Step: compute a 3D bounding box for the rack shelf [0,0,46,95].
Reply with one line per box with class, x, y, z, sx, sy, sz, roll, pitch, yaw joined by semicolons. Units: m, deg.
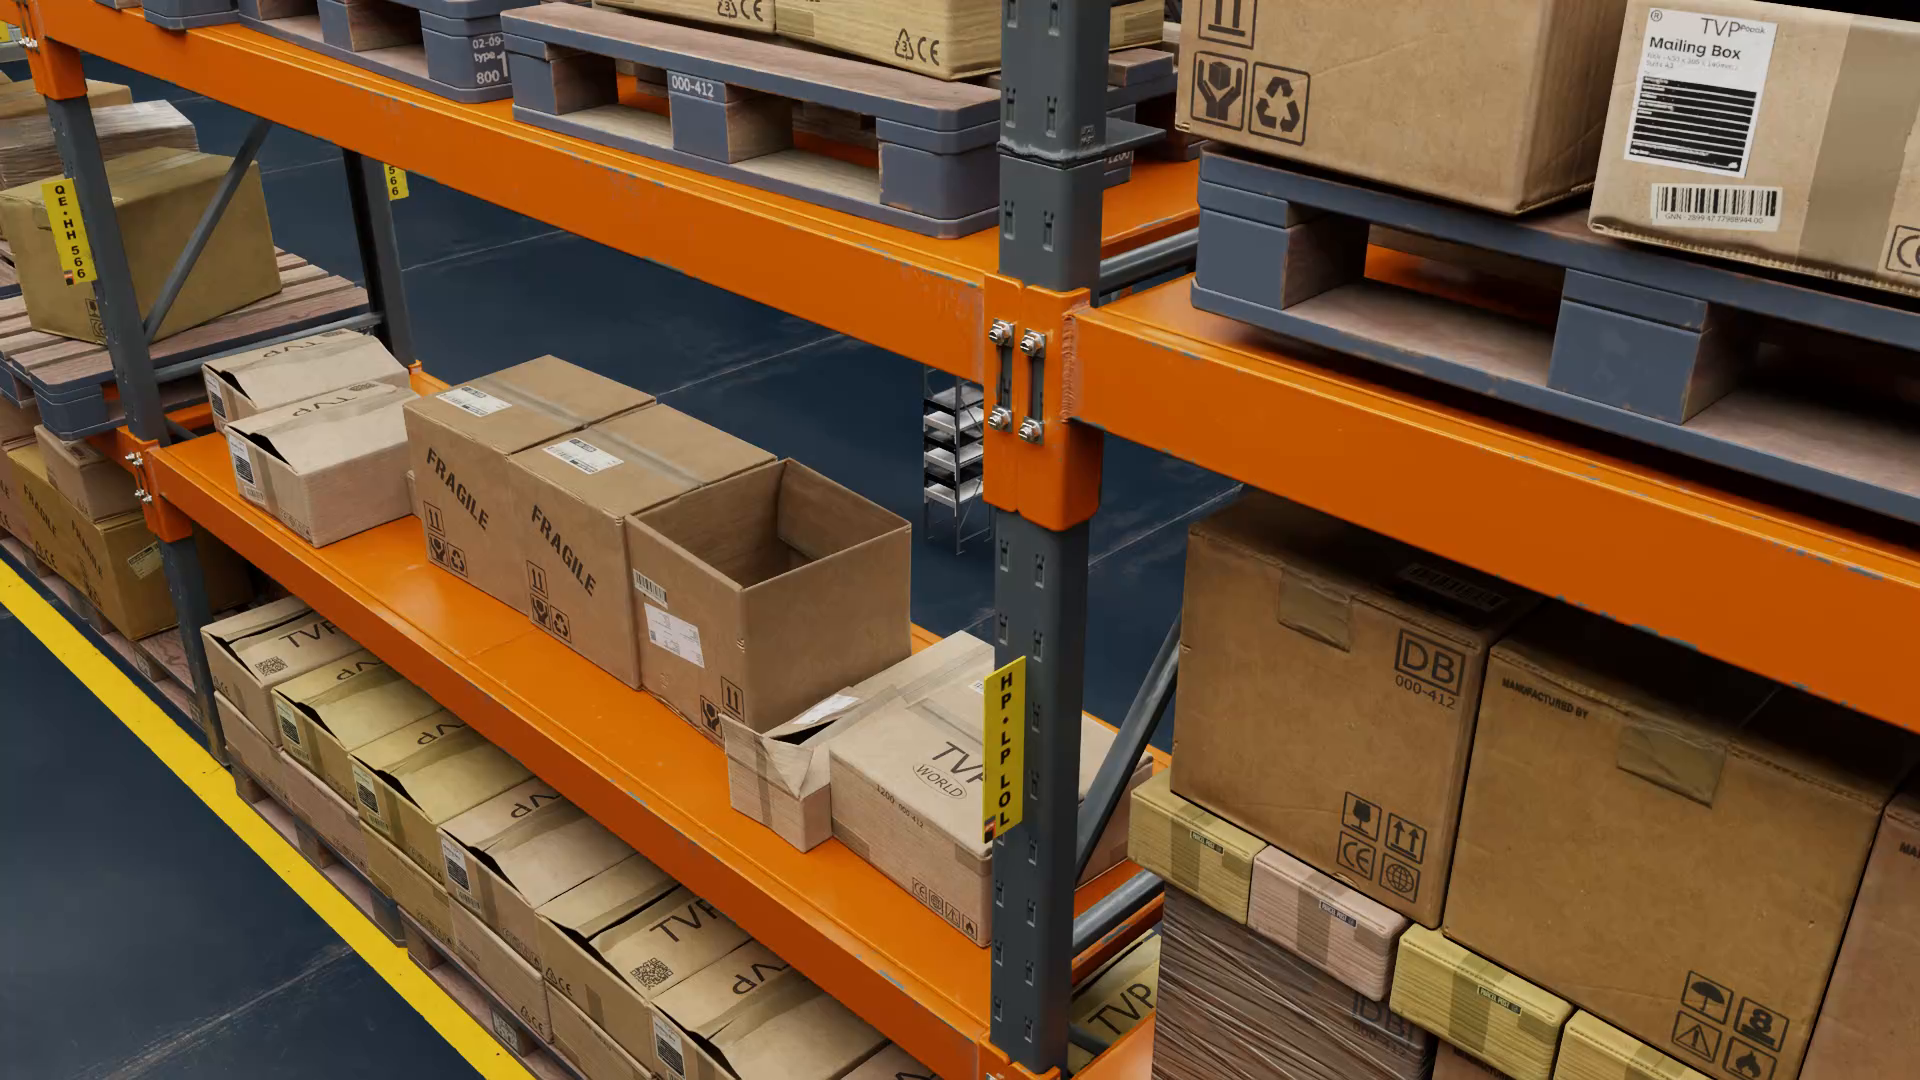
rack shelf;-3.831;-2.328;6.505;4.000;0.370;1.077;25;36;38

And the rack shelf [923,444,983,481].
rack shelf;-0.006;-0.371;7.561;0.200;0.077;0.258;25;36;38

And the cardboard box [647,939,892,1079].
cardboard box;-0.418;1.217;4.114;0.500;0.311;0.500;-24;36;-38

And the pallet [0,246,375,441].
pallet;-2.938;-0.780;6.216;1.003;0.211;1.213;25;36;38

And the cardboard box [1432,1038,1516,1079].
cardboard box;1.149;0.907;2.695;0.500;0.500;0.700;24;36;38

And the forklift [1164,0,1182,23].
forklift;1.749;-3.494;11.246;3.031;2.935;1.130;24;36;38

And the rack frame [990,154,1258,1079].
rack frame;0.447;0.639;3.313;0.127;3.000;1.000;25;36;38

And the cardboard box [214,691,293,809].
cardboard box;-2.238;0.633;5.827;0.500;0.250;0.500;24;36;38

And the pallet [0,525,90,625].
pallet;-3.777;-0.087;7.688;1.213;0.211;1.003;25;36;38

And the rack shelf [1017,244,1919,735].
rack shelf;1.873;0.282;1.541;4.000;0.370;1.077;25;36;38

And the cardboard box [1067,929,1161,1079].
cardboard box;0.327;1.204;4.138;0.500;0.311;0.500;25;37;39

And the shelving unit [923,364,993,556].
shelving unit;-0.006;-0.401;7.546;0.210;0.900;0.258;25;36;38

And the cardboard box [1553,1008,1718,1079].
cardboard box;1.055;0.710;2.373;0.250;0.149;0.380;24;36;38

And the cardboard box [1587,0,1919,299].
cardboard box;1.006;-0.469;1.691;0.500;0.311;0.500;22;35;36

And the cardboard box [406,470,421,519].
cardboard box;-1.456;-0.158;5.097;0.380;0.149;0.250;-22;35;-36

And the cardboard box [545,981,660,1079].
cardboard box;-0.776;1.298;4.561;0.500;0.250;0.500;-24;36;-38

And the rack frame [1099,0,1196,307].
rack frame;1.070;-2.309;8.919;0.127;3.000;1.000;25;36;38

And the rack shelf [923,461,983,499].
rack shelf;-0.006;-0.292;7.603;0.200;0.077;0.258;25;36;38

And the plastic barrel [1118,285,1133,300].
plastic barrel;0.709;-1.689;9.619;0.708;0.830;0.600;25;36;38

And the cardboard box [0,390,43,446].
cardboard box;-4.012;-0.664;7.196;0.500;0.250;0.500;24;36;37

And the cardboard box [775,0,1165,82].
cardboard box;0.014;-1.013;2.940;0.500;0.250;0.500;-21;34;-34

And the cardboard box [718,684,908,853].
cardboard box;-0.309;0.472;3.774;0.258;0.266;0.396;24;36;37

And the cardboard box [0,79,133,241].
cardboard box;-3.954;-1.646;7.099;0.500;0.500;0.700;15;31;26

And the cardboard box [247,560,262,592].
cardboard box;-2.907;-0.167;7.058;0.500;0.500;0.500;23;35;37

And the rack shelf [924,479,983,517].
rack shelf;-0.006;-0.212;7.645;0.200;0.077;0.258;25;36;38

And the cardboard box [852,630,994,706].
cardboard box;-0.041;0.393;4.050;0.250;0.149;0.380;25;36;38

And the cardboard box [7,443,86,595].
cardboard box;-3.605;-0.151;7.028;0.500;0.500;0.500;23;35;37

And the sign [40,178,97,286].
sign;-2.779;-0.961;5.195;0.005;0.325;0.100;25;36;38

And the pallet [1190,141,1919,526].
pallet;1.073;-0.380;2.122;1.213;0.211;1.003;25;36;38

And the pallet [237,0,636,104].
pallet;-1.059;-1.355;4.084;1.003;0.211;1.213;-23;36;-37

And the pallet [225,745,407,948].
pallet;-1.846;0.849;5.908;1.213;0.211;1.003;25;36;38

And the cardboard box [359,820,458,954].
cardboard box;-1.504;0.964;5.196;0.500;0.250;0.500;23;36;37

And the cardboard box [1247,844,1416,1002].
cardboard box;0.682;0.541;2.694;0.380;0.149;0.250;-25;36;-38

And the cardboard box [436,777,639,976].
cardboard box;-1.128;0.888;4.739;0.500;0.311;0.500;24;36;38

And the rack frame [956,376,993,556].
rack frame;0.067;-0.368;7.483;0.006;0.900;0.240;25;36;38

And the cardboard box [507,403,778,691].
cardboard box;-0.822;0.003;4.414;0.500;0.500;0.500;25;36;38

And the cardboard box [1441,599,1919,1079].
cardboard box;1.129;0.327;2.403;0.500;0.500;0.700;24;36;38

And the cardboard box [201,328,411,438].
cardboard box;-2.176;-0.494;5.562;0.500;0.311;0.500;-23;35;-36

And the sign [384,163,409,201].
sign;-2.018;-1.364;5.878;0.005;0.325;0.100;25;36;38

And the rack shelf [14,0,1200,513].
rack shelf;-0.979;-1.023;4.023;4.000;0.370;1.077;25;36;38

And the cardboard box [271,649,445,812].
cardboard box;-1.857;0.553;5.375;0.500;0.311;0.500;24;36;37

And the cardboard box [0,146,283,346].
cardboard box;-2.933;-1.065;5.993;0.500;0.500;0.700;12;30;22
